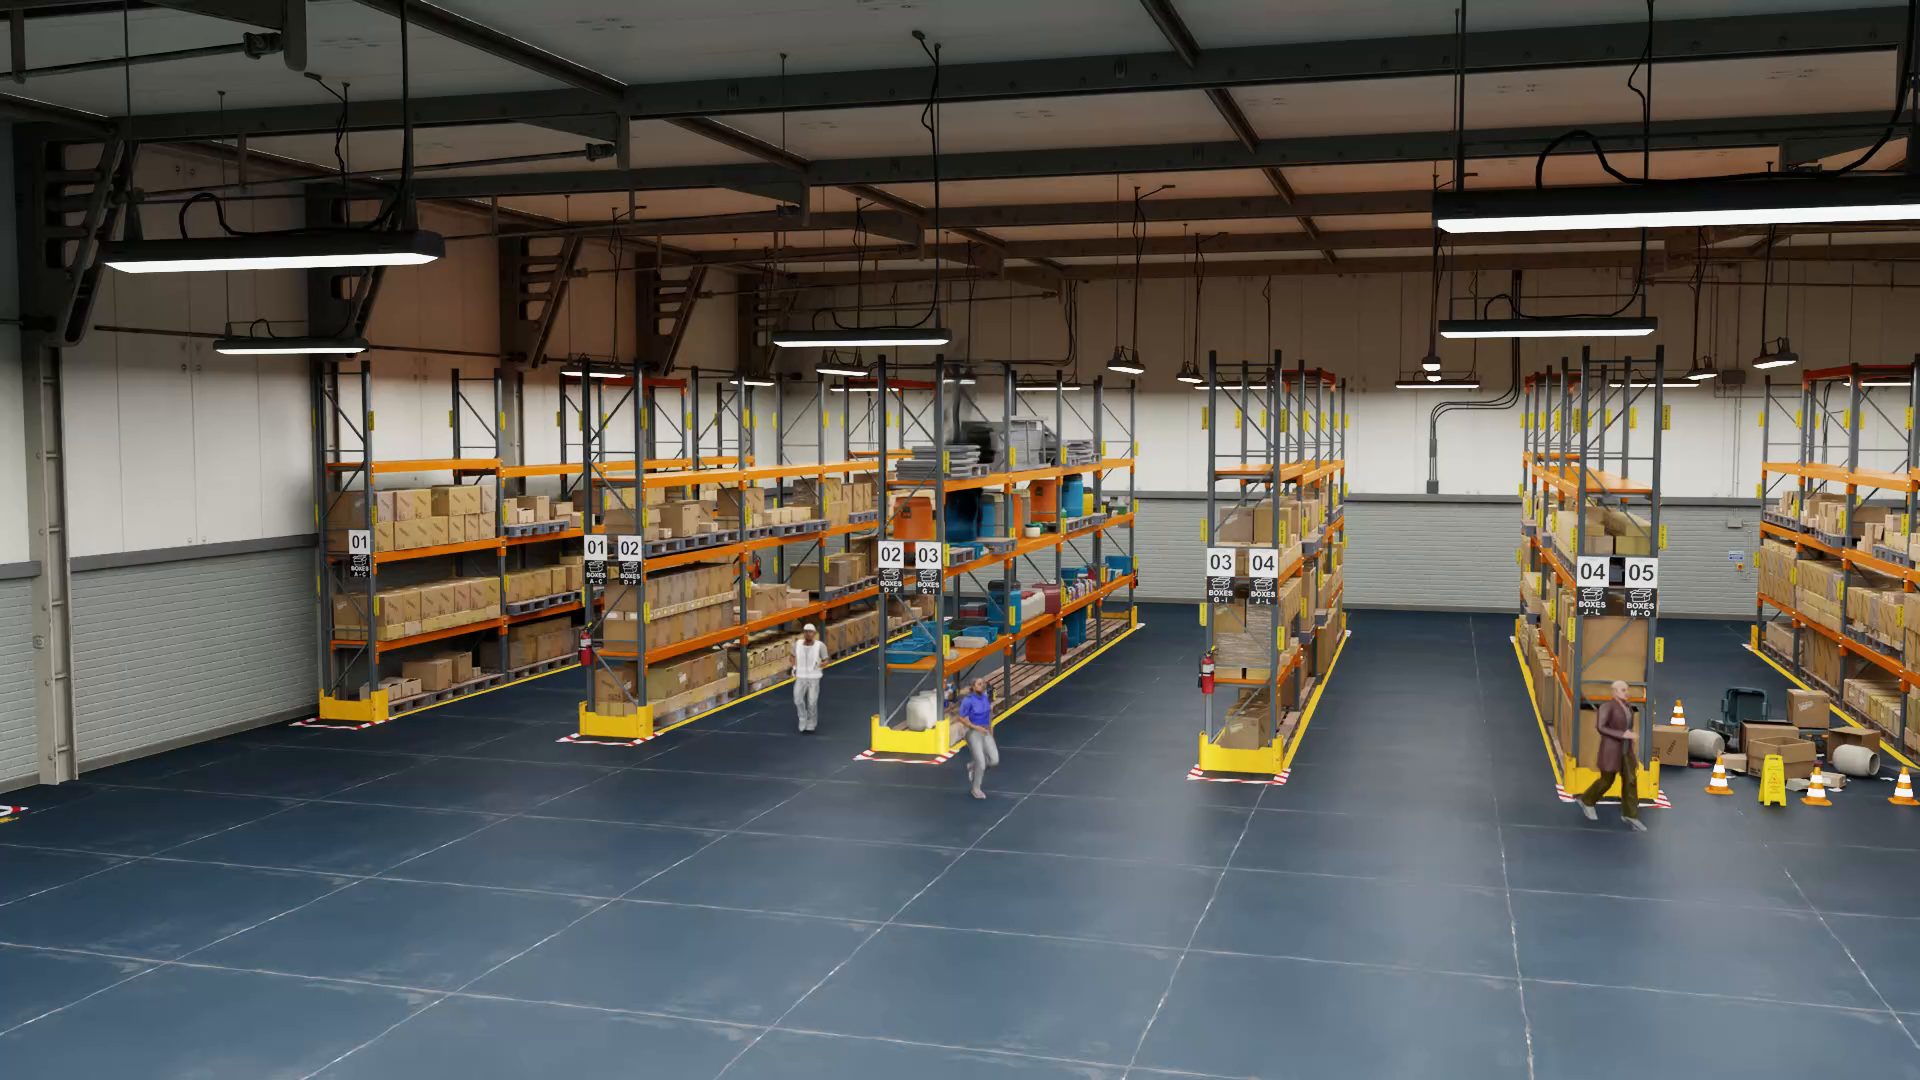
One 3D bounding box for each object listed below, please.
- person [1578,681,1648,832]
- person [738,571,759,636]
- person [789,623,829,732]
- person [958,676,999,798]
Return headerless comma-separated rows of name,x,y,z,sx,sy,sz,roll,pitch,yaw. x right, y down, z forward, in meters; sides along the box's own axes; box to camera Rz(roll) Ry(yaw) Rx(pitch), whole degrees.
person,8.106,2.642,20.598,0.736,1.830,0.920,-2,5,-30
person,-4.742,1.519,37.327,0.640,1.673,0.875,1,4,16
person,-2.445,2.217,26.616,0.668,1.749,0.620,0,4,4
person,0.250,2.627,22.163,0.528,1.609,0.629,4,6,44
